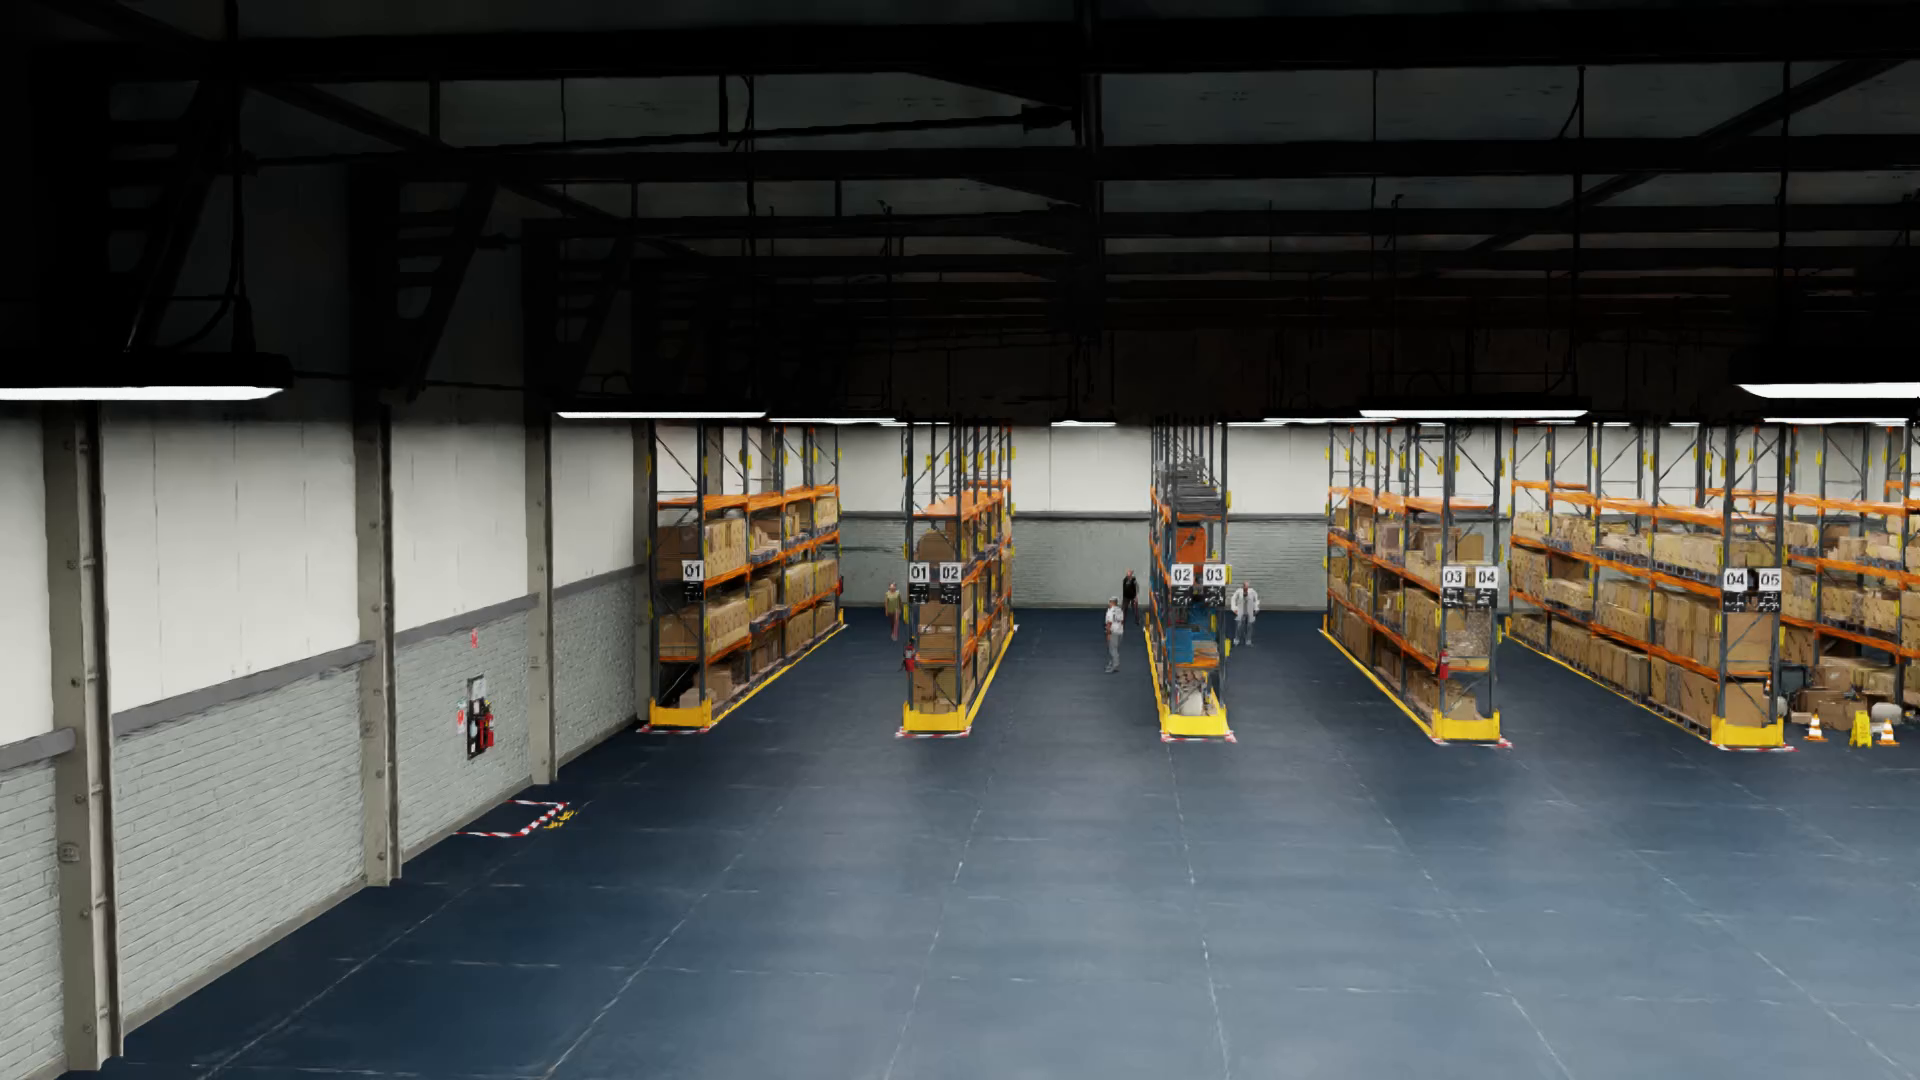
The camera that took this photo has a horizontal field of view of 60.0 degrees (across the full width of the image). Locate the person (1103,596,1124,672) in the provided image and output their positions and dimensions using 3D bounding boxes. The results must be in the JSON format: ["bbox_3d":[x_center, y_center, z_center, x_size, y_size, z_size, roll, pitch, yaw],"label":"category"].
[{"bbox_3d":[3.575,2.192,39.223,0.592,1.757,0.724,3,5,36],"label":"person"}]

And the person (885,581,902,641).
[{"bbox_3d":[-1.814,1.896,44.834,0.448,1.590,1.110,0,4,7],"label":"person"}]

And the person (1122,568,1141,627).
[{"bbox_3d":[4.931,1.663,47.972,0.543,1.693,0.903,2,4,29],"label":"person"}]

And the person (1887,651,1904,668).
[{"bbox_3d":[22.091,2.201,39.387,0.562,1.726,0.623,3,5,35],"label":"person"}]

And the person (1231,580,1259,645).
[{"bbox_3d":[7.514,1.909,43.910,0.729,1.734,0.546,0,4,4],"label":"person"}]
